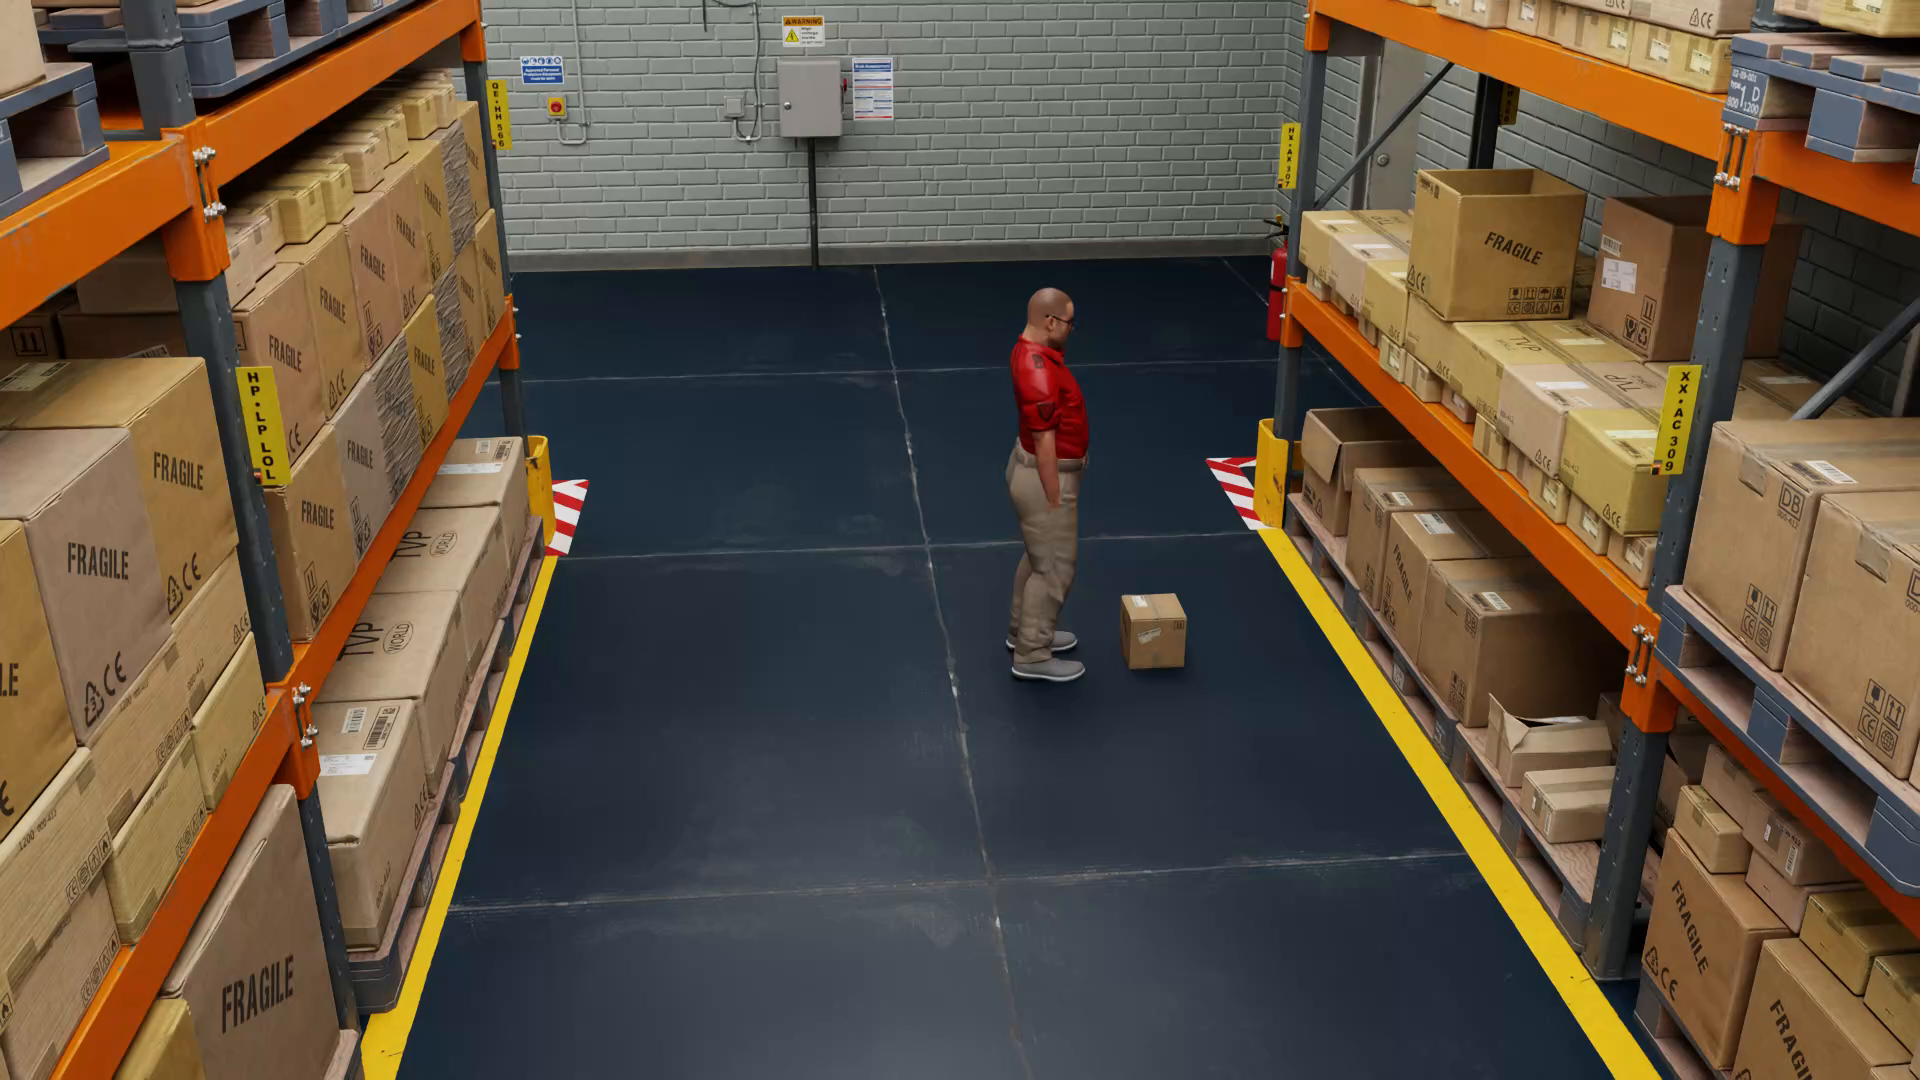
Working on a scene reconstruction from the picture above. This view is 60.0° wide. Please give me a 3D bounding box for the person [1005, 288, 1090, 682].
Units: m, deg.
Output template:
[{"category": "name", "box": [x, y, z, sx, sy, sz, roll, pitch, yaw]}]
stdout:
[{"category": "person", "box": [0.381, -0.249, 7.212, 0.358, 1.724, 0.530, -2, 24, -4]}]
